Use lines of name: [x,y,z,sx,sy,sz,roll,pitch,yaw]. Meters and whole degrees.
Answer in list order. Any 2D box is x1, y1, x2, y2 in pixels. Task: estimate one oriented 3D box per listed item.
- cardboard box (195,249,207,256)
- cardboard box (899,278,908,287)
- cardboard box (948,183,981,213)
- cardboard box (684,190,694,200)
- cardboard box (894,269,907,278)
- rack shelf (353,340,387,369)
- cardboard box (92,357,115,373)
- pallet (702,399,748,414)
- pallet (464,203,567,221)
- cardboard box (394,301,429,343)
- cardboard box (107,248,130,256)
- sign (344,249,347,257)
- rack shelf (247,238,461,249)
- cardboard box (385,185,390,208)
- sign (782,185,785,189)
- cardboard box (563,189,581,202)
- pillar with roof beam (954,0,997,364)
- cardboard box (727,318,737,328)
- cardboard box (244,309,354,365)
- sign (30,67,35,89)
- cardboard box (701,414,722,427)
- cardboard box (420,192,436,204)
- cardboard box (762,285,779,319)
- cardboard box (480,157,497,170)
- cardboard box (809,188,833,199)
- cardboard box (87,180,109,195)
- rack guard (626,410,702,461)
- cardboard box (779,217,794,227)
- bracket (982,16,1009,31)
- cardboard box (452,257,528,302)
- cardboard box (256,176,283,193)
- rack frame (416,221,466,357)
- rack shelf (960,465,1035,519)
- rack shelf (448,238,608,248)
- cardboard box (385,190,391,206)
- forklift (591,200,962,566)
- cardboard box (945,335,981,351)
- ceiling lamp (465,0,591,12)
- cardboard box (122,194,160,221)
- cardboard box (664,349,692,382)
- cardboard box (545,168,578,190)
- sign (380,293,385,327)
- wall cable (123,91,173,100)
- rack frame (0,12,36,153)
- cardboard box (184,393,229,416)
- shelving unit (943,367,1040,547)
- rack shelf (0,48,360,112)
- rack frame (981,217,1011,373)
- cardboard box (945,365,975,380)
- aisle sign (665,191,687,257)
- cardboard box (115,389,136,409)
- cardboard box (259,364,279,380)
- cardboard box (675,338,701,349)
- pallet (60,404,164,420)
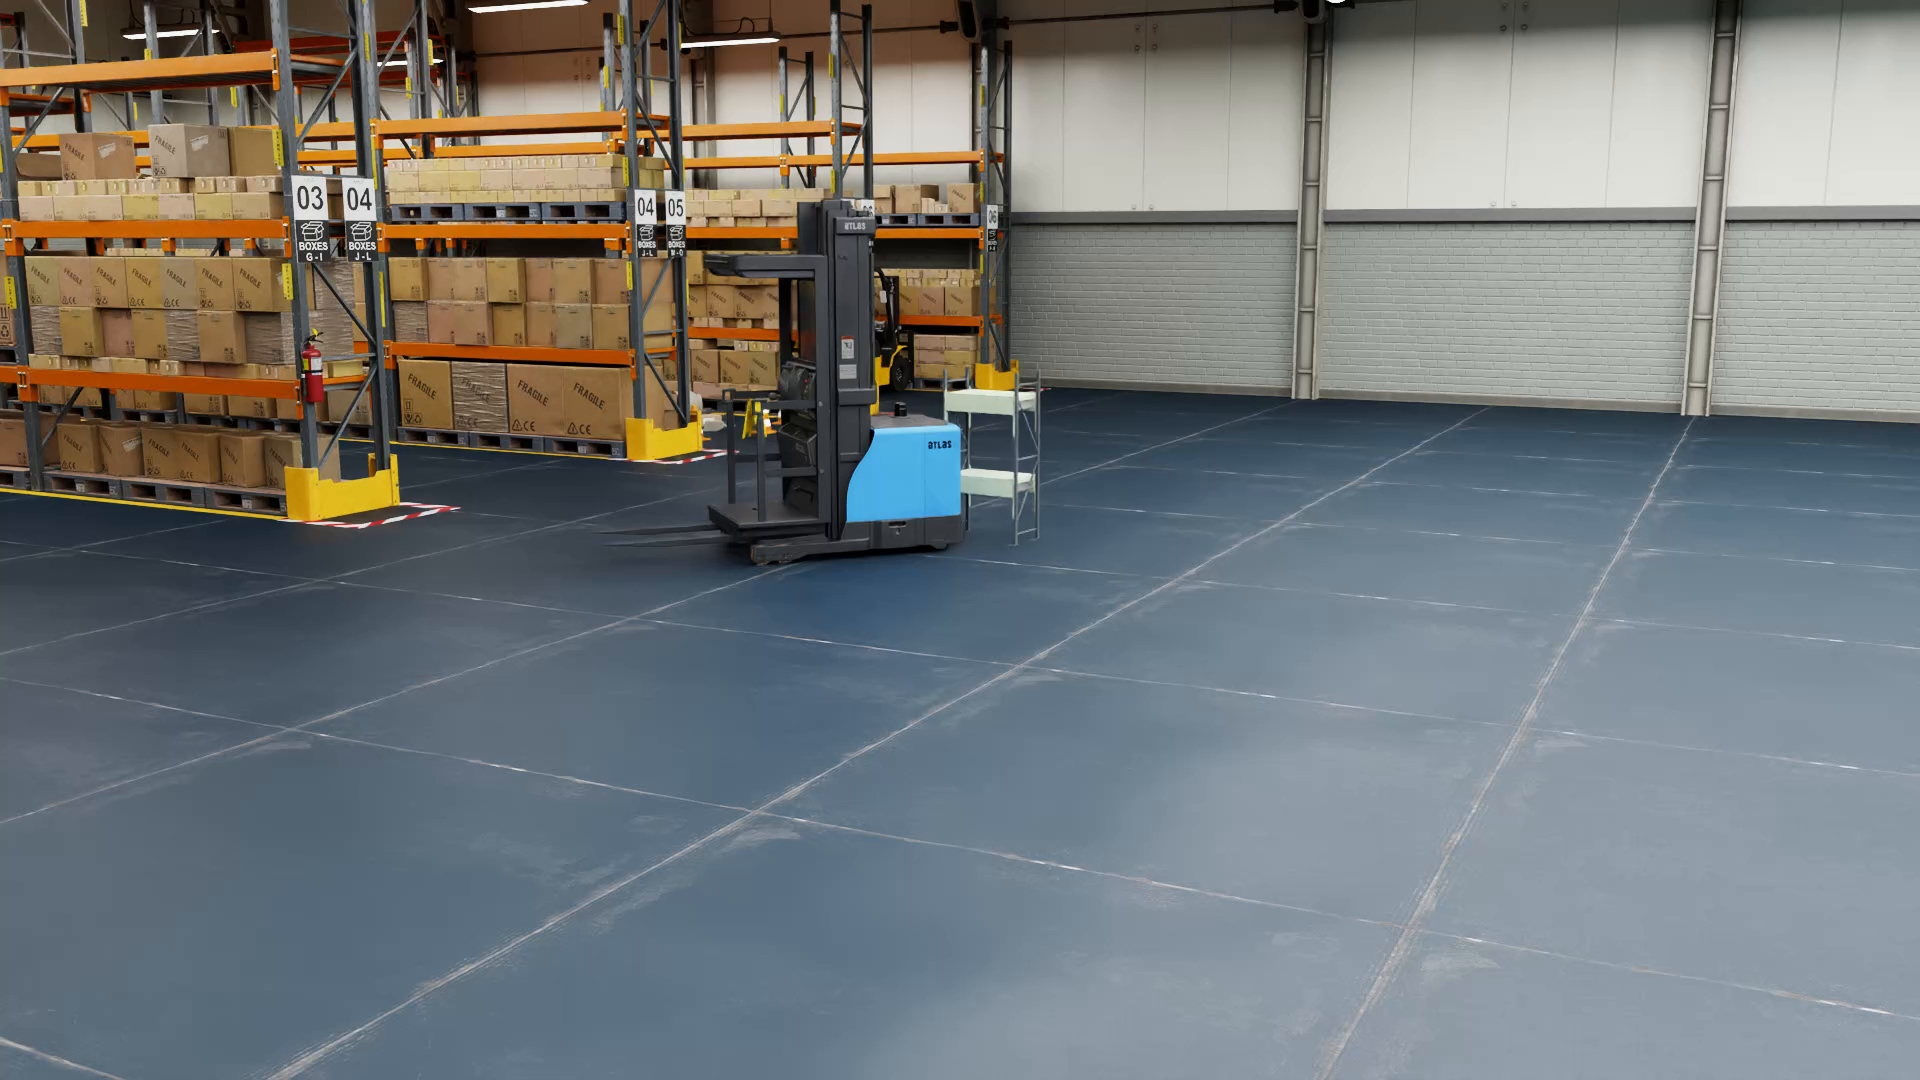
cardboard box: [-13.626,-5.202,30.143,0.250,0.149,0.380,5,11,25]
cardboard box: [-0.967,-4.574,29.477,0.250,0.149,0.380,5,11,26]
cardboard box: [0.124,-5.903,28.759,0.500,0.500,0.500,5,12,28]
cardboard box: [-4.066,-5.241,25.310,0.250,0.149,0.380,5,11,24]
cardboard box: [-0.974,-4.720,29.448,0.250,0.149,0.380,5,12,27]
rack shelf: [-9.044,-2.653,22.986,4.000,0.370,1.077,5,11,26]
cardboard box: [-8.587,-1.795,16.931,0.250,0.149,0.380,5,11,26]
pallet: [-3.435,-2.133,25.920,1.213,0.211,1.003,5,11,26]
pallet: [-5.432,-4.119,20.894,1.213,0.211,1.003,5,11,26]
cardboard box: [-6.915,-2.896,21.888,0.550,0.550,0.875,5,11,26]
cardboard box: [-15.717,-5.382,31.133,0.250,0.149,0.380,5,12,27]
sign: [-13.456,-6.199,36.420,0.005,0.325,0.100,5,11,26]
rack shelf: [-10.532,-5.243,28.873,4.000,0.370,1.077,5,11,26]
cardboard box: [-9.710,-5.743,28.155,0.500,0.500,0.700,4,11,23]
sign: [-3.190,-6.239,30.021,0.005,0.325,0.100,5,11,26]
cardboard box: [-4.568,-4.155,20.086,0.250,0.149,0.380,5,11,27]
pillar with roof beam: [-1.502,-6.589,25.869,0.548,9.000,9.100,5,11,26]
cardboard box: [-3.356,-3.328,25.401,0.250,0.149,0.380,5,11,26]
cardboard box: [-6.430,-1.993,16.205,0.500,0.500,0.875,5,11,26]
sign: [-14.185,-7.058,25.395,0.005,0.325,0.100,5,11,26]
cardboard box: [-3.633,-1.710,23.763,0.380,0.149,0.250,-7,12,-33]
cardboard box: [-6.619,-4.335,21.081,0.250,0.149,0.380,5,11,26]
cardboard box: [-2.620,-3.567,24.902,0.500,0.500,0.500,5,11,26]
cardboard box: [-5.710,-4.647,20.568,0.250,0.149,0.380,5,11,26]
cardboard box: [-1.998,-5.057,24.293,0.250,0.149,0.380,5,11,26]
cardboard box: [-8.439,-3.506,16.561,0.250,0.149,0.380,5,11,25]
rack guard: [-3.642,-1.302,20.522,0.348,0.500,1.175,5,11,26]
cardboard box: [-2.469,-4.709,24.611,0.250,0.149,0.380,5,12,28]
bracket: [0.618,-8.958,28.853,0.430,0.232,0.235,5,11,26]
cardboard box: [-5.967,-3.331,21.257,0.550,0.550,0.875,5,11,26]
cardboard box: [-6.336,-3.320,15.533,0.250,0.149,0.380,5,11,26]
rack frame: [-8.738,-3.963,28.205,0.127,3.000,1.000,5,11,26]
rack shelf: [0.275,-0.427,14.708,0.720,0.370,0.431,7,12,33]
rack shelf: [-8.339,-6.036,33.254,4.000,0.370,1.077,5,11,26]
cardboard box: [-7.682,-4.603,22.233,0.396,0.266,0.258,5,11,25]
forklift: [-1.551,-1.339,13.898,3.031,2.935,1.130,-4,11,-22]
cardboard box: [0.078,-3.458,29.147,0.500,0.250,0.500,5,12,28]
ceiling lamp: [-5.997,-9.113,23.423,2.000,3.185,0.800,5,11,26]
cardboard box: [-7.852,-3.269,16.368,0.500,0.250,0.500,5,11,25]
cardboard box: [-4.256,-2.741,25.886,0.500,0.500,0.500,6,12,28]
cardboard box: [-4.674,-4.372,20.168,0.500,0.250,0.500,5,11,26]
sign: [-5.709,-2.263,16.378,0.005,0.325,0.100,5,11,26]
wall cable: [-18.215,-11.725,38.627,0.133,3.039,2.988,5,11,26]
rack frame: [-14.425,-6.432,25.000,0.127,3.000,1.000,5,11,26]
cardboard box: [-10.332,-2.202,23.611,0.750,0.750,1.050,5,11,25]
shelving unit: [0.275,-0.748,14.650,0.755,1.500,0.431,7,12,33]
rack shelf: [-7.742,-4.504,16.377,4.000,0.370,1.077,5,11,26]
rack frame: [0.629,-4.126,29.103,0.127,3.000,1.000,5,11,26]
cardboard box: [0.068,-2.966,29.237,0.500,0.250,0.500,5,11,26]
aisle sign: [-3.467,-3.856,20.312,0.004,0.787,0.394,5,11,26]
cardboard box: [-12.008,-2.193,24.263,0.500,0.500,0.500,6,12,28]
cardboard box: [-6.520,-1.636,16.050,0.250,0.149,0.380,5,11,26]
cardboard box: [-4.194,-3.040,25.721,0.250,0.149,0.380,6,12,28]
pallet: [-12.628,-1.951,24.915,1.213,0.211,1.003,5,11,26]
